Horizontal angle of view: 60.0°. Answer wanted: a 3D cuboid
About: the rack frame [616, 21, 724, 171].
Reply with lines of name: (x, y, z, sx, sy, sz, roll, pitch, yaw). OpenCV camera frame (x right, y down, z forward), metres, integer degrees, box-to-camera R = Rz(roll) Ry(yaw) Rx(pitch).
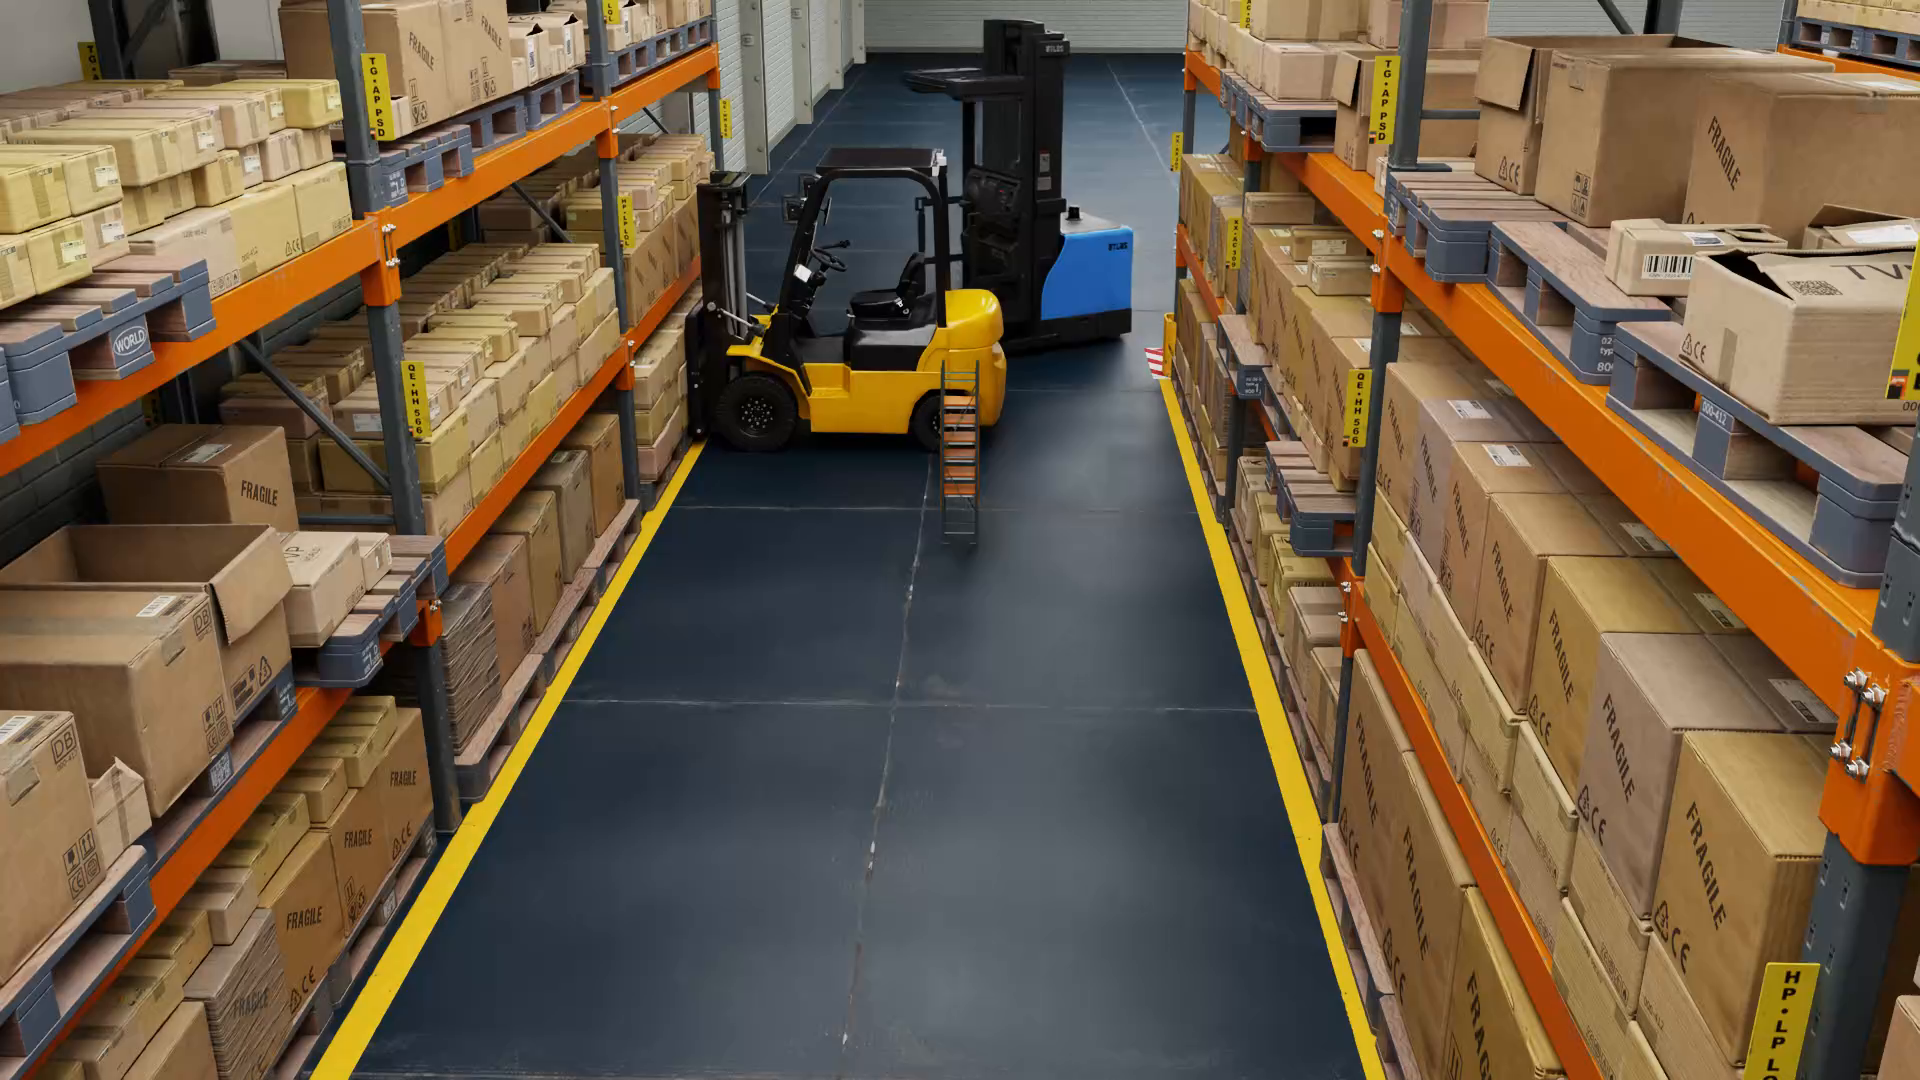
rack frame: (-2.555, -2.975, 14.549, 1.000, 3.000, 0.127, 1, 21, 2)

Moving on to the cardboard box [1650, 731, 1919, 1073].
cardboard box: (1.804, 0.740, 3.454, 0.500, 0.500, 0.500, 1, 21, 3)

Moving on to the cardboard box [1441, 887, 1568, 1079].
cardboard box: (2.000, 1.660, 4.960, 0.875, 0.875, 0.875, 1, 21, 3)

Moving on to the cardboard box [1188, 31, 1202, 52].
cardboard box: (2.072, -4.086, 13.615, 0.380, 0.149, 0.250, 1, 21, 2)

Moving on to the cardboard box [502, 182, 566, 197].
cardboard box: (-2.981, -2.412, 11.653, 0.380, 0.149, 0.250, 0, 21, 1)

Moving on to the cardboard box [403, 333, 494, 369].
cardboard box: (-2.532, -0.919, 8.215, 0.380, 0.149, 0.250, 1, 21, 2)

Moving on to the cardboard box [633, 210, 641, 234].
cardboard box: (-2.418, -2.178, 11.461, 0.380, 0.149, 0.250, 1, 21, 2)

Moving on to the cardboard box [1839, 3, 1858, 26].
cardboard box: (7.004, -4.032, 12.757, 0.380, 0.149, 0.250, 1, 21, 2)

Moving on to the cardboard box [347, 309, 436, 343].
cardboard box: (-2.964, -1.106, 8.699, 0.380, 0.149, 0.250, 1, 21, 3)

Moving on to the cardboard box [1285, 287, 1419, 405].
cardboard box: (1.918, -0.947, 8.193, 0.500, 0.500, 0.500, -1, 21, -2)

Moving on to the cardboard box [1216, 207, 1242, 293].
cardboard box: (2.058, -2.010, 11.513, 0.500, 0.500, 0.500, 1, 21, 3)

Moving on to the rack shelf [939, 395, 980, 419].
rack shelf: (0.000, -0.859, 10.711, 0.258, 0.103, 0.180, 1, 21, 2)

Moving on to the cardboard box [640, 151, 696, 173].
cardboard box: (-2.292, -2.962, 13.069, 0.380, 0.149, 0.250, 1, 21, 3)

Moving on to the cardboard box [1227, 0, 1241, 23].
cardboard box: (1.981, -3.528, 11.074, 0.380, 0.149, 0.250, 1, 21, 3)

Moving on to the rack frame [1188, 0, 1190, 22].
rack frame: (2.406, -5.718, 13.327, 1.000, 3.000, 0.127, 1, 21, 2)

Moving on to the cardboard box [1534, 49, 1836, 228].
cardboard box: (2.323, -1.310, 5.392, 0.700, 0.500, 0.500, 0, 21, -1)

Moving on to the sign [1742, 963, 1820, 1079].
sign: (1.498, 0.912, 3.041, 0.100, 0.325, 0.005, 1, 21, 2)

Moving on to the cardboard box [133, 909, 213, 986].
cardboard box: (-2.687, 1.334, 5.423, 0.380, 0.149, 0.250, 1, 21, 2)

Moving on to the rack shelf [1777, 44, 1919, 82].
rack shelf: (7.296, -3.243, 12.089, 1.077, 0.370, 4.000, 1, 21, 2)

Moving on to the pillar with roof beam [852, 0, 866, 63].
pillar with roof beam: (1.738, -16.329, 40.674, 9.100, 9.000, 0.400, 1, 21, 2)

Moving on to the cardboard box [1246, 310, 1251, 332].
cardboard box: (1.952, -1.358, 10.148, 0.380, 0.149, 0.250, 1, 21, 2)

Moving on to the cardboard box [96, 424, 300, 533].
cardboard box: (-2.971, -0.140, 6.525, 0.500, 0.500, 0.500, 2, 21, 4)

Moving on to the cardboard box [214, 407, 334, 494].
cardboard box: (-3.063, -0.411, 7.457, 0.500, 0.250, 0.500, 1, 21, 3)

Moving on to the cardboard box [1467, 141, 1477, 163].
cardboard box: (2.350, -1.569, 6.965, 0.396, 0.266, 0.258, 1, 21, 2)

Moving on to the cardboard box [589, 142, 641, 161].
cardboard box: (-2.815, -3.154, 13.564, 0.380, 0.149, 0.250, 1, 21, 3)

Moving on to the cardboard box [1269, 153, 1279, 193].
cardboard box: (2.594, -2.649, 11.778, 0.700, 0.500, 0.500, 0, 21, 0)

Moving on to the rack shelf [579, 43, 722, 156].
rack shelf: (-2.616, -3.315, 12.273, 1.077, 0.370, 4.000, 1, 21, 2)

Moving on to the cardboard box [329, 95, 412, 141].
cardboard box: (-2.485, -1.737, 6.816, 0.380, 0.166, 0.250, 1, 21, 2)

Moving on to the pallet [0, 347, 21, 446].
pallet: (-2.830, -0.182, 3.464, 1.213, 0.211, 1.003, 1, 21, 2)

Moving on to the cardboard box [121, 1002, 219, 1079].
cardboard box: (-2.655, 1.788, 5.149, 0.500, 0.500, 0.500, 0, 21, 0)

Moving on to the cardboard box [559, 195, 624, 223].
cardboard box: (-2.471, -2.224, 11.168, 0.380, 0.149, 0.250, 1, 21, 2)

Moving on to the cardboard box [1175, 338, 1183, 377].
cardboard box: (2.105, -1.547, 14.089, 0.500, 0.250, 0.500, 0, 21, 1)

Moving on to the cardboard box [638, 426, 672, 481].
cardboard box: (-2.331, -0.614, 11.684, 0.500, 0.250, 0.500, 1, 21, 2)

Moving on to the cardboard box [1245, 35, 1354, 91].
cardboard box: (1.852, -2.609, 9.087, 0.500, 0.250, 0.500, 0, 21, 1)

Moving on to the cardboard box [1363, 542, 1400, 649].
cardboard box: (1.896, 0.215, 6.535, 0.500, 0.250, 0.500, 0, 21, 1)

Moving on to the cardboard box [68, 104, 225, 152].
cardboard box: (-2.634, -1.326, 5.397, 0.380, 0.149, 0.250, 0, 21, 1)

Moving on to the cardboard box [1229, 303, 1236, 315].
cardboard box: (1.990, -1.478, 11.038, 0.380, 0.149, 0.250, 0, 21, 1)

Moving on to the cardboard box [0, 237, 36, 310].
cardboard box: (-2.485, -0.633, 3.995, 0.380, 0.149, 0.250, 0, 21, 1)

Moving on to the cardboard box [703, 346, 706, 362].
cardboard box: (-2.278, -1.574, 13.469, 0.500, 0.250, 0.500, 0, 21, 0)

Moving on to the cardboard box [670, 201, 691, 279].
cardboard box: (-2.352, -2.286, 12.635, 0.500, 0.500, 0.500, 1, 21, 2)

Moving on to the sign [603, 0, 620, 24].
sign: (-2.134, -3.312, 10.122, 0.100, 0.325, 0.005, 1, 21, 2)

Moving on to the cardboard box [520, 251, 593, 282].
cardboard box: (-2.455, -1.658, 10.120, 0.380, 0.149, 0.250, 0, 21, 1)

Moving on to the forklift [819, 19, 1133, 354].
forklift: (0.110, -3.198, 15.219, 3.031, 2.935, 1.130, -11, 24, -27)

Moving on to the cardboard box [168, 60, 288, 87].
cardboard box: (-3.033, -1.918, 7.167, 0.500, 0.250, 0.500, 1, 21, 2)

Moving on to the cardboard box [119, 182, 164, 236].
cardboard box: (-2.634, -1.001, 4.971, 0.380, 0.149, 0.250, 1, 21, 3)

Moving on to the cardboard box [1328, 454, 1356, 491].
cardboard box: (1.873, -0.326, 7.490, 0.380, 0.149, 0.250, 1, 21, 2)

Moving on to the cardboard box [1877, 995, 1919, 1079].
cardboard box: (1.785, 1.074, 2.594, 0.500, 0.500, 0.500, 1, 21, 2)

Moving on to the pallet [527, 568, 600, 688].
pallet: (-2.695, 0.481, 9.499, 1.003, 0.211, 1.213, 1, 21, 2)

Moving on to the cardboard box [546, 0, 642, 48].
cardboard box: (-2.408, -3.426, 10.969, 0.500, 0.311, 0.500, 1, 21, 3)

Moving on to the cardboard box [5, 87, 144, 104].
cardboard box: (-3.123, -1.514, 5.882, 0.380, 0.149, 0.250, 1, 21, 2)

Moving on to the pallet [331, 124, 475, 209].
pallet: (-2.867, -1.639, 7.221, 1.213, 0.211, 1.003, 2, 21, 4)

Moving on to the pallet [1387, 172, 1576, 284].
pallet: (2.196, -1.106, 5.847, 1.213, 0.211, 1.003, 2, 21, 4)

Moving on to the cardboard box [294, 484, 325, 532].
cardboard box: (-3.041, -0.178, 7.547, 0.500, 0.250, 0.500, 0, 21, 0)

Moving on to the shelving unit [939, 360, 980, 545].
shelving unit: (0.000, -0.565, 10.825, 0.258, 1.200, 0.189, 1, 21, 2)
